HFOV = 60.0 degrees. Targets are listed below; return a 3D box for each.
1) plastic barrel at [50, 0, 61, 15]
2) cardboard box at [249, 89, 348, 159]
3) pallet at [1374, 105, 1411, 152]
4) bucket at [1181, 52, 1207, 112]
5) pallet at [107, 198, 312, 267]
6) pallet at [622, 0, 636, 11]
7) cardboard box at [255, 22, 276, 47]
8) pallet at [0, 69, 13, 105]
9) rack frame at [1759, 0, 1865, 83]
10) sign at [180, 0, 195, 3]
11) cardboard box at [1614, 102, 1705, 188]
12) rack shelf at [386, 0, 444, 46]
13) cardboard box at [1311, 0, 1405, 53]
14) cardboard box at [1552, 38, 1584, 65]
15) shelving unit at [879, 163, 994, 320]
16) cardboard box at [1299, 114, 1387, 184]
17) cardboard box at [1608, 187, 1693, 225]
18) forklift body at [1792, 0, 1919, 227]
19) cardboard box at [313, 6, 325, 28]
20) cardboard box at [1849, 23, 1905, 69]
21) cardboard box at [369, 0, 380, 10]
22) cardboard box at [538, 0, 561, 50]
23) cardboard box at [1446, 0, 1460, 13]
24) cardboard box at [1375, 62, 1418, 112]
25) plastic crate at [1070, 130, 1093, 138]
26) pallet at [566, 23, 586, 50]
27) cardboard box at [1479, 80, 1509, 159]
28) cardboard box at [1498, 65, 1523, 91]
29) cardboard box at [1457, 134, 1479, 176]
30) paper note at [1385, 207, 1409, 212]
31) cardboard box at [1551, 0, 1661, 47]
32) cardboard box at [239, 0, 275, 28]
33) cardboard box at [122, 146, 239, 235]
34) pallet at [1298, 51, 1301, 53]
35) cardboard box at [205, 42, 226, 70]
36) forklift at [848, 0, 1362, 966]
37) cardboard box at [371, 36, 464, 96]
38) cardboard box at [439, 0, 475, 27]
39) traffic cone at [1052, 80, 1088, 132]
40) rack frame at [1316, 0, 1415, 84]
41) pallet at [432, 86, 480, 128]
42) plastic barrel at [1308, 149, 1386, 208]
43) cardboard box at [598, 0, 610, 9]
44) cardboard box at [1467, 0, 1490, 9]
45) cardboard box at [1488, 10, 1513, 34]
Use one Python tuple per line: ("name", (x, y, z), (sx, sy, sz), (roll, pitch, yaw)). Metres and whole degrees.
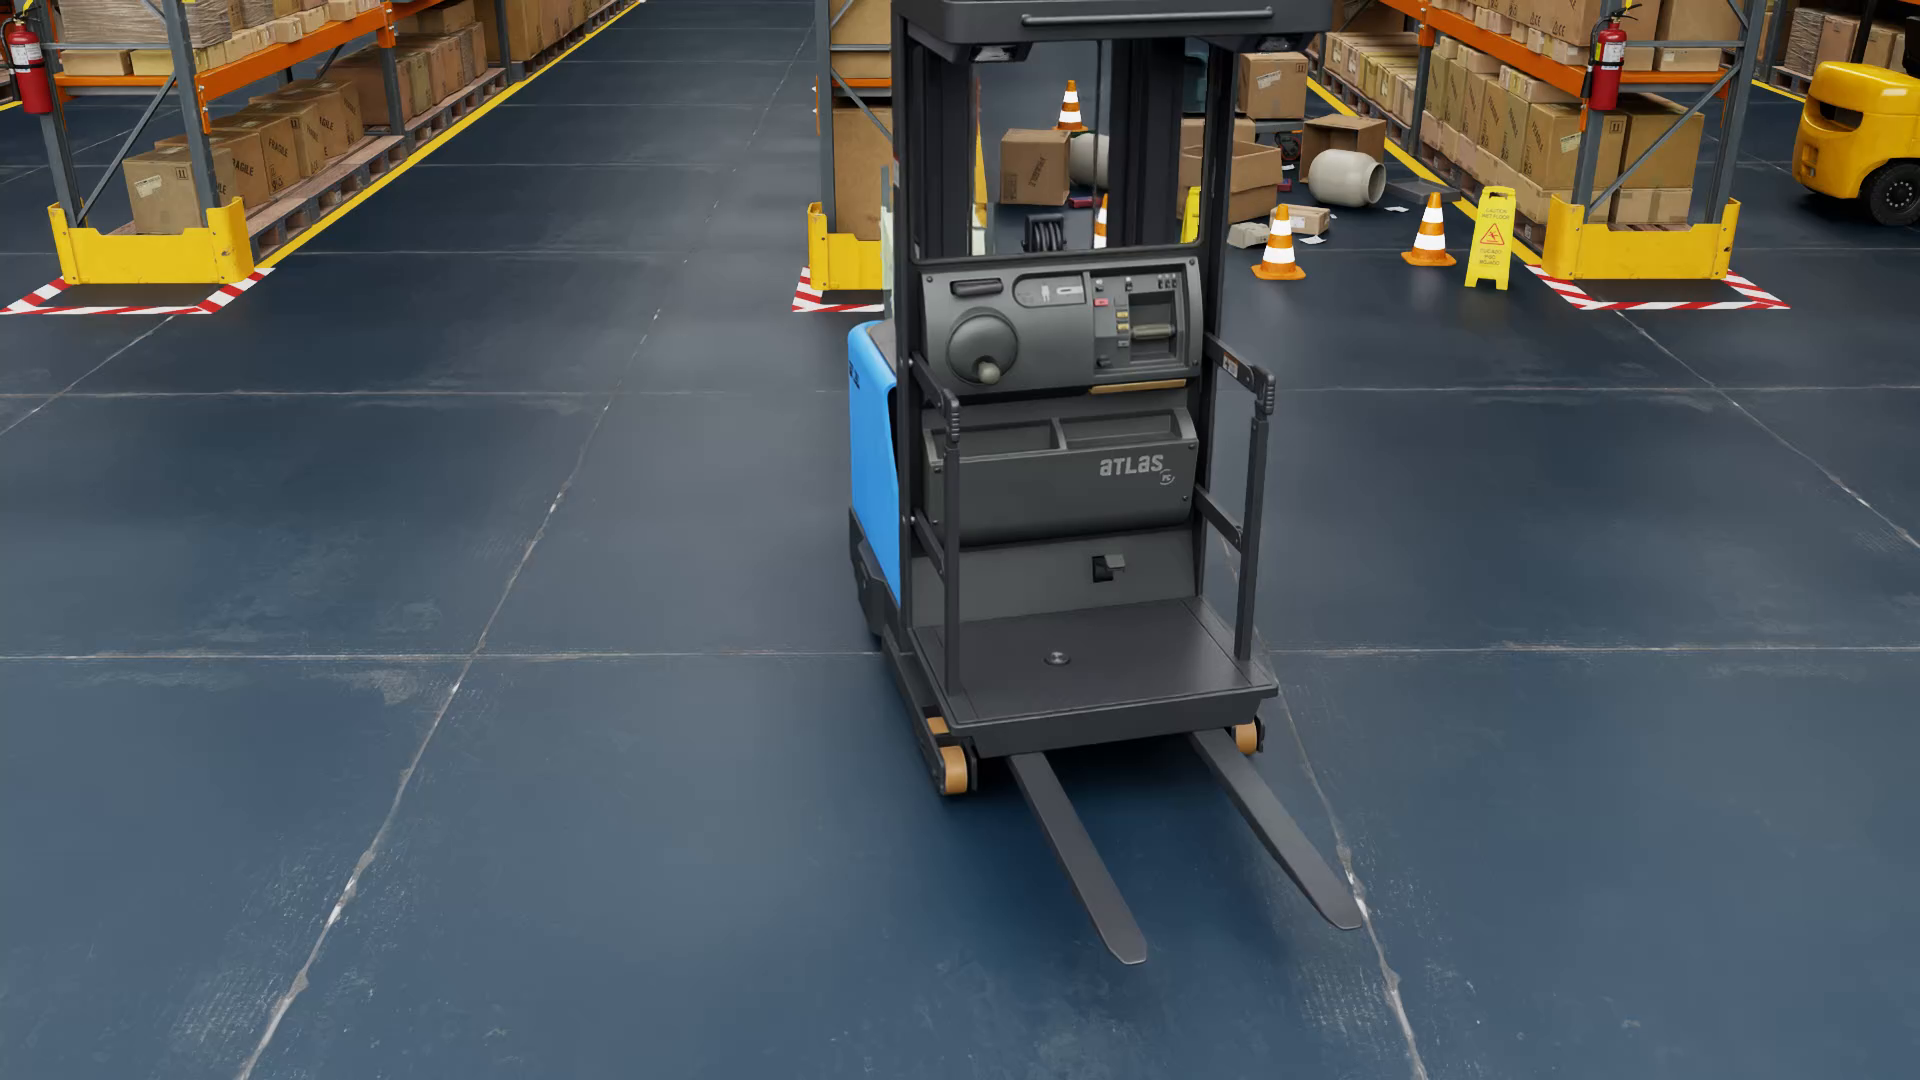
("plastic barrel", (-10.433, -6.134, 19.588), (0.600, 0.588, 0.708), (0, 24, -1))
("cardboard box", (-5.424, -3.400, 13.650), (0.500, 0.500, 0.500), (8, 25, 16))
("pallet", (4.498, -3.843, 15.491), (1.003, 0.211, 1.213), (0, 24, -1))
("bucket", (1.866, -3.884, 14.326), (0.726, 0.611, 0.620), (8, 16, 18))
("pallet", (-5.333, -2.196, 11.848), (1.003, 0.211, 1.213), (0, 24, -1))
("pallet", (-5.446, -8.093, 24.888), (1.003, 0.211, 1.213), (0, 24, -1))
("cardboard box", (-5.143, -3.619, 11.917), (0.380, 0.149, 0.250), (0, 24, -1))
("pallet", (-10.428, -4.784, 17.572), (1.003, 0.211, 1.213), (0, 24, -1))
("rack frame", (9.427, -6.465, 17.904), (1.000, 3.000, 0.127), (0, 24, -1))
("sign", (-4.816, -3.497, 10.291), (0.100, 0.325, 0.005), (0, 24, -1))
("cardboard box", (4.818, -2.768, 11.647), (0.500, 0.500, 0.500), (-1, 24, -2))
("rack shelf", (-5.424, -5.244, 16.079), (1.077, 0.370, 4.000), (0, 24, -1))
("cardboard box", (4.539, -5.949, 18.833), (0.875, 0.875, 0.875), (0, 24, -1))
("cardboard box", (4.220, -3.287, 11.182), (0.380, 0.149, 0.250), (-1, 24, -1))
("shelving unit", (-0.104, -0.793, 7.182), (0.431, 1.500, 0.755), (-2, 24, -5))
("cardboard box", (3.159, -3.207, 13.732), (0.500, 0.500, 0.500), (19, 30, 35))
("cardboard box", (4.819, -2.417, 11.780), (0.500, 0.250, 0.500), (0, 24, -1))
("forklift body", (7.670, -3.555, 12.500), (2.313, 2.155, 1.214), (0, 24, -1))
("cardboard box", (-5.141, -4.031, 12.828), (0.380, 0.149, 0.250), (0, 24, -1))
("cardboard box", (9.443, -4.770, 16.530), (0.875, 0.625, 0.625), (-1, 24, -3))
("cardboard box", (-5.106, -4.546, 13.967), (0.380, 0.149, 0.250), (0, 24, -1))
("cardboard box", (-5.434, -6.271, 19.545), (1.225, 0.875, 0.875), (0, 24, 0))
("cardboard box", (4.245, -4.443, 13.739), (0.380, 0.149, 0.250), (0, 24, 1))
("cardboard box", (4.488, -4.299, 15.795), (0.950, 0.372, 0.625), (1, 24, 3))
("plastic crate", (0.871, -3.408, 14.488), (0.450, 0.188, 0.662), (3, 22, 31))
("pallet", (-5.405, -6.456, 21.269), (1.003, 0.211, 1.213), (0, 24, -1))
("cardboard box", (4.274, -3.177, 12.551), (0.500, 0.500, 0.500), (-1, 24, -2))
("cardboard box", (4.210, -3.412, 12.285), (0.380, 0.149, 0.250), (1, 24, 2))
("cardboard box", (4.270, -3.048, 13.177), (0.500, 0.250, 0.500), (-1, 24, -1))
("paper note", (3.396, -2.574, 12.904), (0.142, 0.019, 0.148), (-9, 26, -19))
("cardboard box", (4.270, -3.548, 10.972), (0.500, 0.500, 0.500), (-1, 24, -1))
("cardboard box", (-5.424, -3.919, 11.794), (0.875, 0.500, 0.500), (0, 24, -1))
("cardboard box", (-5.348, -2.410, 11.462), (0.500, 0.500, 0.500), (4, 25, 9))
("pallet", (4.520, -5.997, 20.254), (1.003, 0.211, 1.213), (0, 24, -1))
("cardboard box", (-5.106, -3.207, 11.006), (0.380, 0.149, 0.250), (0, 24, -1))
("forklift", (0.391, -0.676, 5.188), (1.130, 2.935, 3.031), (-6, 25, -12))
("cardboard box", (-5.386, -4.720, 16.545), (0.700, 0.500, 0.500), (2, 24, 4))
("cardboard box", (-5.408, -5.524, 17.412), (0.500, 0.250, 0.500), (1, 24, 2))
("traffic cone", (1.054, -4.132, 15.825), (0.336, 0.463, 0.334), (0, 24, -1))
("rack frame", (4.464, -6.441, 17.851), (1.000, 3.000, 0.127), (0, 24, -1))
("pallet", (-5.428, -4.302, 16.507), (1.003, 0.211, 1.213), (0, 24, -1))
("plastic barrel", (3.015, -2.815, 12.960), (0.512, 0.421, 0.421), (19, 30, 35))
("cardboard box", (-5.426, -7.911, 23.170), (0.875, 0.875, 0.875), (0, 24, -1))
("cardboard box", (4.255, -4.377, 12.807), (0.500, 0.500, 0.500), (0, 24, -1))
("cardboard box", (4.226, -3.916, 12.573), (0.380, 0.149, 0.250), (0, 24, -1))
